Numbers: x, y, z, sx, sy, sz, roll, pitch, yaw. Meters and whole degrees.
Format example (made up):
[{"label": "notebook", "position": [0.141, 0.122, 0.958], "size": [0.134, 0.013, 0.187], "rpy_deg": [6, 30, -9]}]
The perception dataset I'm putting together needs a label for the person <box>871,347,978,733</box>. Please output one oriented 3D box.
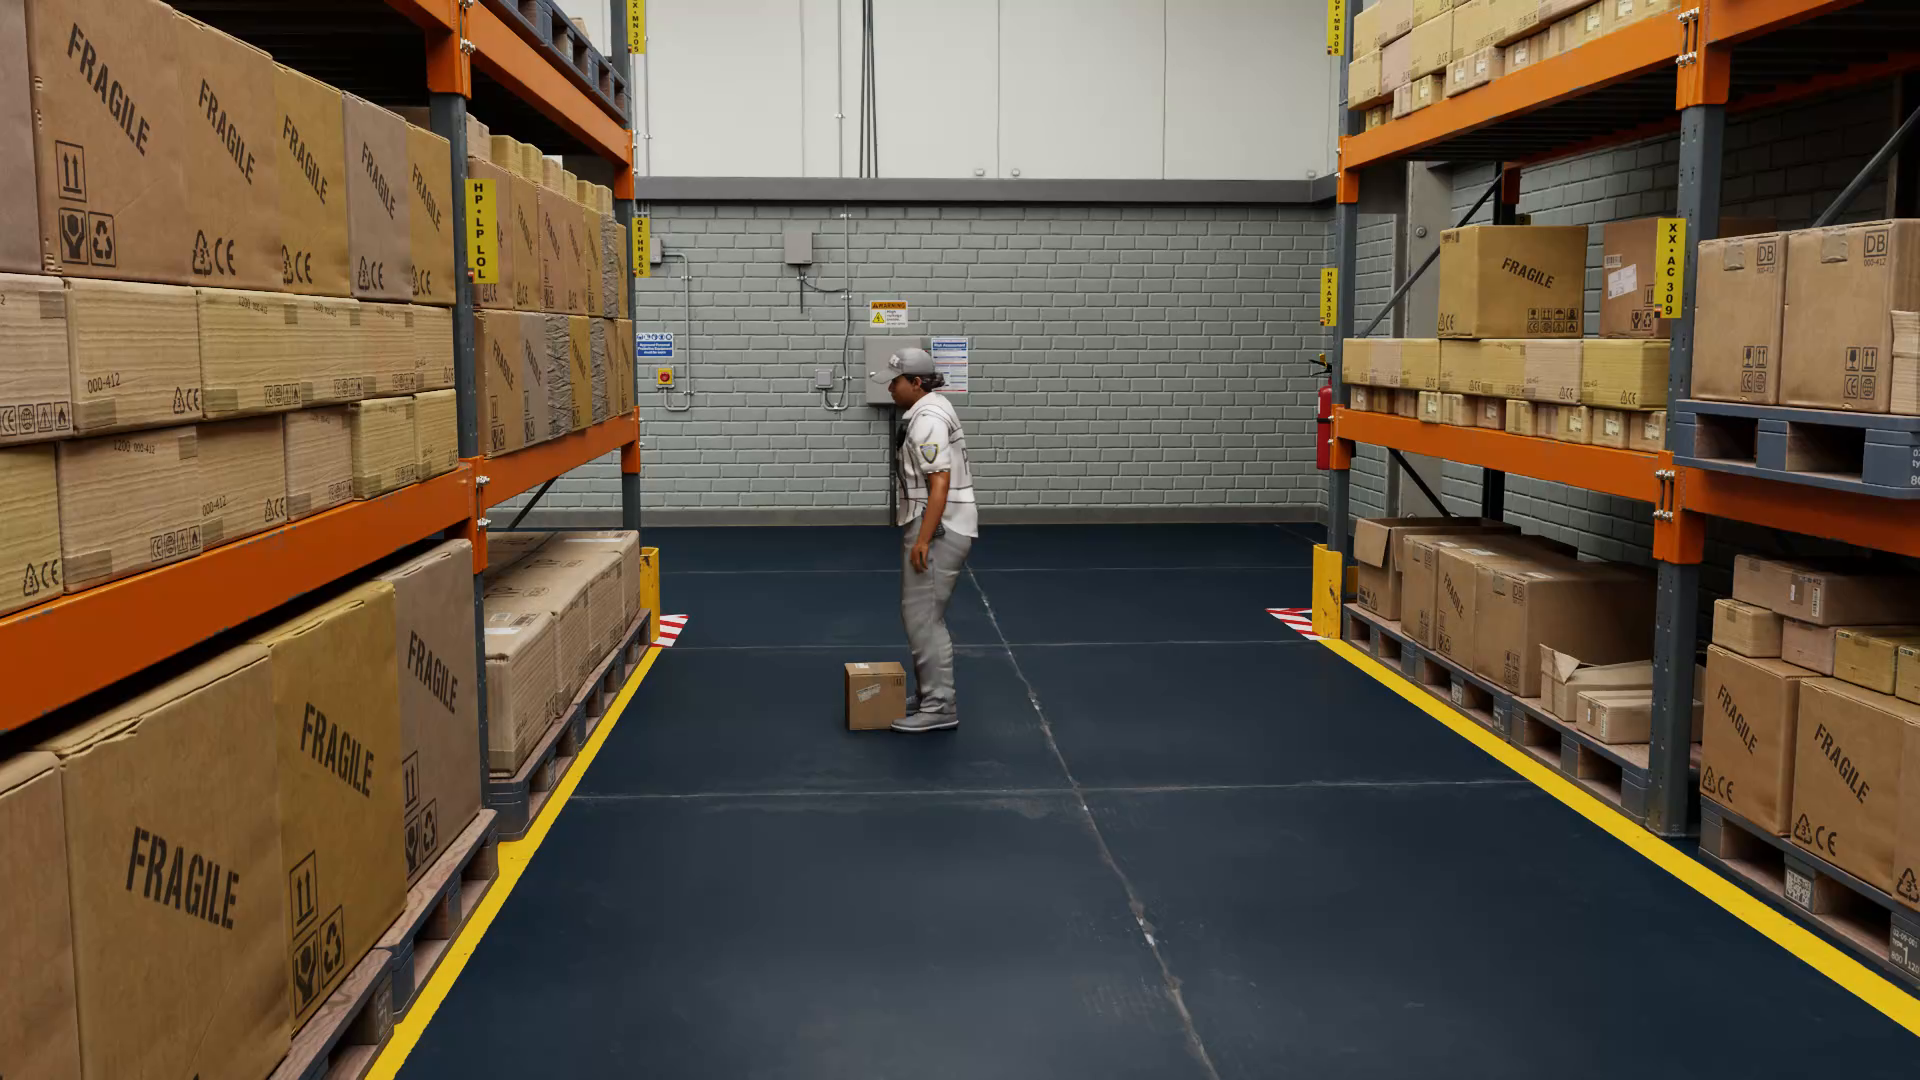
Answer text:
[{"label": "person", "position": [-0.158, -0.013, 7.332], "size": [0.464, 1.666, 0.538], "rpy_deg": [0, 7, -3]}]
